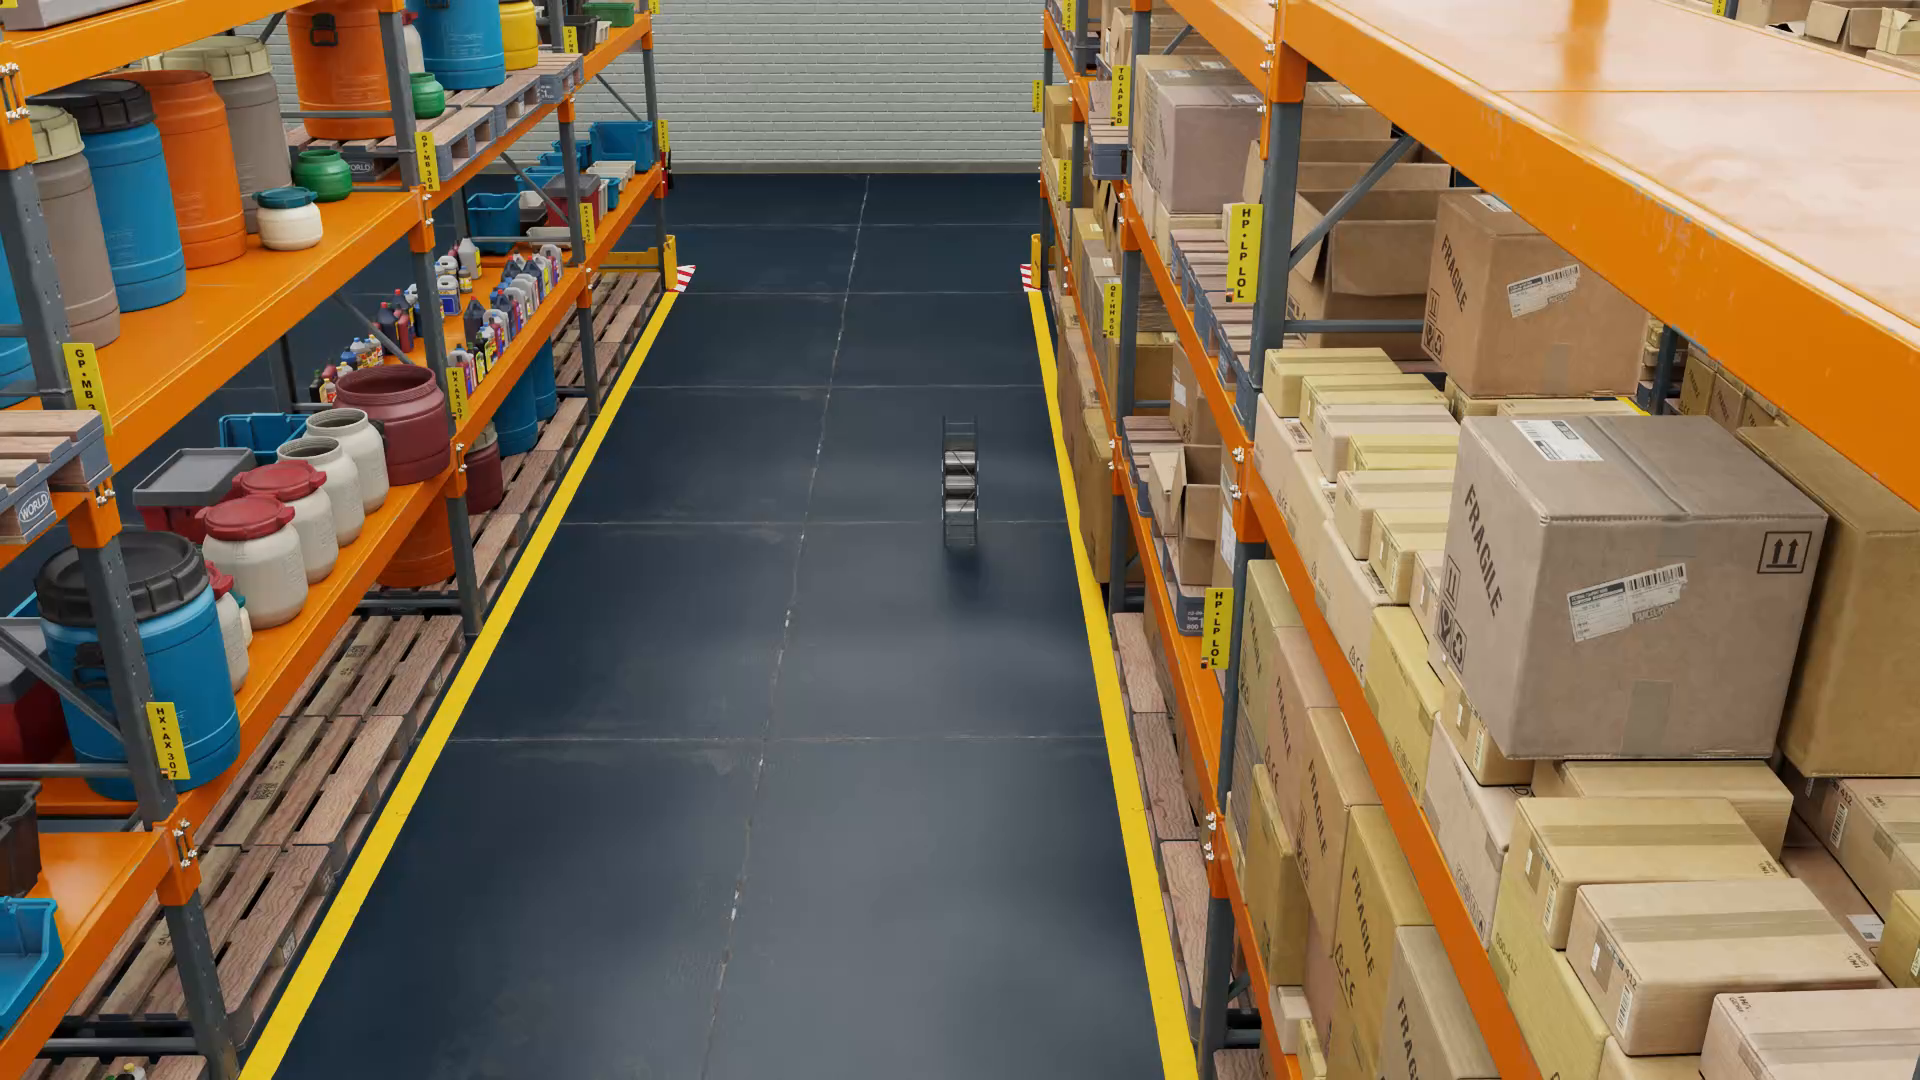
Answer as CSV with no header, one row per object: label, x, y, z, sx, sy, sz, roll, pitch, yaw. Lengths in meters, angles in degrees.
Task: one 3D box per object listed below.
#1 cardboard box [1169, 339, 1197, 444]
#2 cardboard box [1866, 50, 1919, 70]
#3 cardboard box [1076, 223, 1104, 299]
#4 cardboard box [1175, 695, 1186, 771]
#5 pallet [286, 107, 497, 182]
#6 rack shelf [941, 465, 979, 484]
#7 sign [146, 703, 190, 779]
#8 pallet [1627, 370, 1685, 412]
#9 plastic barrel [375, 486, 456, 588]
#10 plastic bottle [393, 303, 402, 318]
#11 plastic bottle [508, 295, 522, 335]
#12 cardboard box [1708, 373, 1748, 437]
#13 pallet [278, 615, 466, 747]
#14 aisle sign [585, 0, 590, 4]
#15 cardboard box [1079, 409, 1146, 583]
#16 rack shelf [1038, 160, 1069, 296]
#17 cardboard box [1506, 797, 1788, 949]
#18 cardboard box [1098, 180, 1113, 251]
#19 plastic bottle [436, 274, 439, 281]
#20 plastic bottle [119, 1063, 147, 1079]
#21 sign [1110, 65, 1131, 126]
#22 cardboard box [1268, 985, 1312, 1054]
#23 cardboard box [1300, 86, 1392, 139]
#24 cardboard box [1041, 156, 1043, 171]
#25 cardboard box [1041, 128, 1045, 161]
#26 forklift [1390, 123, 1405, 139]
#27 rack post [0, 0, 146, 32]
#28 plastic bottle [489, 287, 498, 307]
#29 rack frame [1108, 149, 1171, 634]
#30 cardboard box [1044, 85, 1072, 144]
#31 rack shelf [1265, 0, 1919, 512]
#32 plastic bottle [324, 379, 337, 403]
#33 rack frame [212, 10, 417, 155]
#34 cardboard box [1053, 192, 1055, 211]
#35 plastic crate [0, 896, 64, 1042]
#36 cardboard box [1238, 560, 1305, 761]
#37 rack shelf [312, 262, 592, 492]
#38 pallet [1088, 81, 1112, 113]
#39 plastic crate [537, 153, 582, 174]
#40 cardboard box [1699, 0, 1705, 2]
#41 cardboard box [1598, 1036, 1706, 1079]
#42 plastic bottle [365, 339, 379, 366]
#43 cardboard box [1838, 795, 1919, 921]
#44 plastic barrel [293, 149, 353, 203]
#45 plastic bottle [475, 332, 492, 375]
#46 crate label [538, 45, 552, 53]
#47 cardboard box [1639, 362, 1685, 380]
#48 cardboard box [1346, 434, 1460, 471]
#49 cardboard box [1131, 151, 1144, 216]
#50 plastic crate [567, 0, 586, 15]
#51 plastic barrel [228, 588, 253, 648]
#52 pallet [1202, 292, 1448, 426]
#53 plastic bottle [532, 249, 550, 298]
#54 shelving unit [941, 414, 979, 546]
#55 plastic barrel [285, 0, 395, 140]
cardboard box,1.484,-0.819,9.289,0.500,0.500,0.500,-3,25,-7
cardboard box,6.119,-2.843,10.635,0.500,0.500,0.500,0,24,-1
cardboard box,1.156,-2.100,12.632,0.500,0.500,0.500,0,24,0
cardboard box,1.497,0.873,8.680,0.700,0.500,0.500,2,24,4
pallet,-3.425,-2.378,9.957,1.003,0.211,1.213,0,24,-1
rack shelf,0.000,-0.465,11.549,0.258,0.077,0.200,0,24,-1
sign,-2.921,0.743,6.132,0.100,0.325,0.005,0,24,-1
pallet,6.313,-1.439,14.675,1.003,0.211,1.213,0,24,-1
plastic barrel,-3.537,-0.186,10.645,0.600,0.830,0.708,0,24,-1
plastic bottle,-3.901,-1.496,11.559,0.061,0.283,0.133,0,24,-1
plastic bottle,-3.169,-1.611,11.814,0.061,0.283,0.133,0,24,-1
cardboard box,6.106,-0.962,12.760,0.500,0.500,0.500,1,24,2
pallet,-3.545,0.808,9.707,1.003,0.211,1.213,0,24,-1
aisle sign,-3.900,-5.291,16.654,0.394,0.787,0.004,0,24,-1
cardboard box,1.451,-0.312,10.868,1.225,0.875,0.875,-1,24,-3
rack shelf,1.373,-2.949,15.502,1.077,0.370,4.000,0,24,-1
cardboard box,1.186,0.576,2.894,0.380,0.149,0.250,0,24,0
cardboard box,1.406,-2.409,12.097,0.797,0.503,0.637,0,24,0
plastic bottle,-3.955,-1.908,12.570,0.097,0.201,0.097,0,24,0
plastic bottle,-3.155,2.089,6.353,0.097,0.201,0.097,0,24,0
sign,0.883,-2.443,9.149,0.100,0.325,0.005,0,24,-1
cardboard box,1.177,1.461,5.185,0.380,0.149,0.250,0,24,-1
cardboard box,1.700,-1.833,7.795,0.500,0.500,0.500,0,24,0
cardboard box,1.025,-3.838,16.901,0.380,0.149,0.250,0,24,0
cardboard box,1.086,-3.969,16.706,0.500,0.250,0.500,-1,24,-2
forklift,3.274,-2.230,13.123,1.130,2.935,3.031,-2,24,-4
rack post,-3.578,-2.769,6.710,1.013,1.000,3.121,0,24,-1
plastic bottle,-3.342,-1.693,12.009,0.097,0.271,0.097,0,24,0
rack frame,1.438,-0.804,9.888,1.000,3.000,0.127,0,24,-1
cardboard box,1.092,-4.104,16.096,0.500,0.500,0.500,-1,24,-2
rack shelf,1.504,-0.736,3.334,1.077,0.370,4.000,0,24,-1
plastic bottle,-3.929,-0.904,10.349,0.097,0.201,0.097,0,24,0
rack frame,-3.515,-3.515,8.602,1.000,3.000,0.127,0,24,-1
cardboard box,1.048,-3.096,15.261,0.380,0.149,0.250,0,24,0
plastic crate,-3.187,1.389,5.219,0.499,0.251,0.616,0,24,-1
cardboard box,1.233,0.394,5.543,0.500,0.500,0.500,0,24,-1
rack shelf,-3.536,-1.278,11.809,1.077,0.370,4.000,0,24,-1
pallet,1.363,-2.811,10.913,1.003,0.211,1.213,1,24,2
plastic crate,-3.921,-3.655,16.321,0.416,0.233,0.300,0,24,-1
cardboard box,6.066,-4.377,13.240,0.380,0.149,0.250,0,24,1
cardboard box,1.266,0.997,2.448,0.500,0.250,0.500,0,24,1
plastic bottle,-3.937,-1.239,11.091,0.097,0.201,0.097,0,24,0
cardboard box,1.790,0.575,2.898,0.380,0.149,0.250,1,24,2
plastic barrel,-3.461,-1.976,9.028,0.294,0.245,0.294,0,24,0
plastic bottle,-3.159,-1.249,11.014,0.061,0.283,0.133,0,24,-1
crate label,-3.275,-3.879,13.368,0.293,0.136,0.466,0,24,-1
cardboard box,6.010,-1.485,14.344,0.380,0.149,0.250,0,24,0
cardboard box,1.276,-0.178,4.562,0.380,0.149,0.250,0,24,1
cardboard box,1.189,-1.908,8.870,0.500,0.250,0.500,0,24,0
plastic crate,-3.876,-5.225,16.182,0.497,0.269,0.590,0,24,-1
plastic barrel,-3.332,0.383,7.430,0.301,0.262,0.301,0,24,0
pallet,1.582,-0.692,6.227,1.213,0.211,1.003,0,24,-1
plastic bottle,-3.221,-2.030,12.659,0.144,0.351,0.185,0,24,-1
shelving unit,0.000,-0.413,11.572,0.258,0.900,0.210,0,24,-1
plastic barrel,-3.518,-2.769,9.562,0.600,0.830,0.708,0,24,-1
